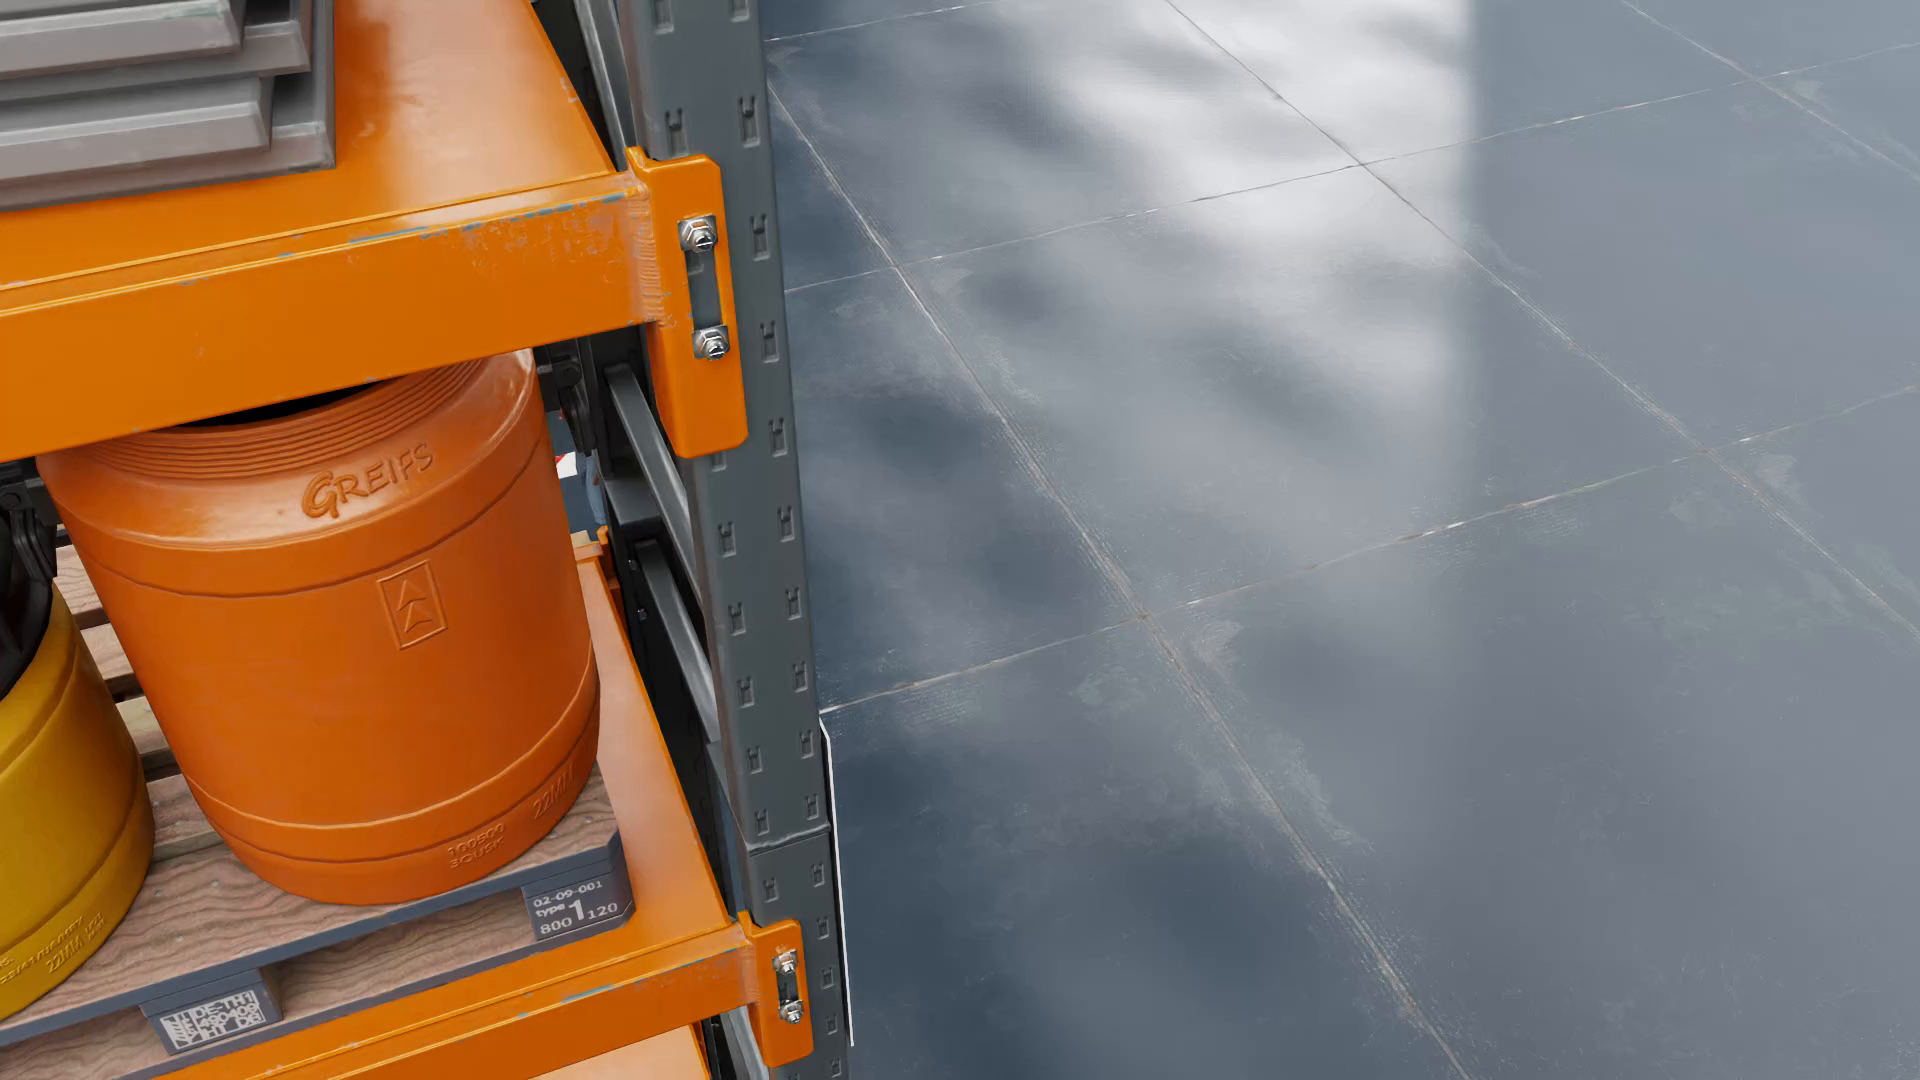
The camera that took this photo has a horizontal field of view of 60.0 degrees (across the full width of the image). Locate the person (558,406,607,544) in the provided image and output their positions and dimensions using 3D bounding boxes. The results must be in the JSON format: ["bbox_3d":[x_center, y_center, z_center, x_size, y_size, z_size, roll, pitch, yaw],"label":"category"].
[{"bbox_3d":[-1.460,-0.464,6.670,0.454,1.761,0.636,-17,44,-19],"label":"person"}]
